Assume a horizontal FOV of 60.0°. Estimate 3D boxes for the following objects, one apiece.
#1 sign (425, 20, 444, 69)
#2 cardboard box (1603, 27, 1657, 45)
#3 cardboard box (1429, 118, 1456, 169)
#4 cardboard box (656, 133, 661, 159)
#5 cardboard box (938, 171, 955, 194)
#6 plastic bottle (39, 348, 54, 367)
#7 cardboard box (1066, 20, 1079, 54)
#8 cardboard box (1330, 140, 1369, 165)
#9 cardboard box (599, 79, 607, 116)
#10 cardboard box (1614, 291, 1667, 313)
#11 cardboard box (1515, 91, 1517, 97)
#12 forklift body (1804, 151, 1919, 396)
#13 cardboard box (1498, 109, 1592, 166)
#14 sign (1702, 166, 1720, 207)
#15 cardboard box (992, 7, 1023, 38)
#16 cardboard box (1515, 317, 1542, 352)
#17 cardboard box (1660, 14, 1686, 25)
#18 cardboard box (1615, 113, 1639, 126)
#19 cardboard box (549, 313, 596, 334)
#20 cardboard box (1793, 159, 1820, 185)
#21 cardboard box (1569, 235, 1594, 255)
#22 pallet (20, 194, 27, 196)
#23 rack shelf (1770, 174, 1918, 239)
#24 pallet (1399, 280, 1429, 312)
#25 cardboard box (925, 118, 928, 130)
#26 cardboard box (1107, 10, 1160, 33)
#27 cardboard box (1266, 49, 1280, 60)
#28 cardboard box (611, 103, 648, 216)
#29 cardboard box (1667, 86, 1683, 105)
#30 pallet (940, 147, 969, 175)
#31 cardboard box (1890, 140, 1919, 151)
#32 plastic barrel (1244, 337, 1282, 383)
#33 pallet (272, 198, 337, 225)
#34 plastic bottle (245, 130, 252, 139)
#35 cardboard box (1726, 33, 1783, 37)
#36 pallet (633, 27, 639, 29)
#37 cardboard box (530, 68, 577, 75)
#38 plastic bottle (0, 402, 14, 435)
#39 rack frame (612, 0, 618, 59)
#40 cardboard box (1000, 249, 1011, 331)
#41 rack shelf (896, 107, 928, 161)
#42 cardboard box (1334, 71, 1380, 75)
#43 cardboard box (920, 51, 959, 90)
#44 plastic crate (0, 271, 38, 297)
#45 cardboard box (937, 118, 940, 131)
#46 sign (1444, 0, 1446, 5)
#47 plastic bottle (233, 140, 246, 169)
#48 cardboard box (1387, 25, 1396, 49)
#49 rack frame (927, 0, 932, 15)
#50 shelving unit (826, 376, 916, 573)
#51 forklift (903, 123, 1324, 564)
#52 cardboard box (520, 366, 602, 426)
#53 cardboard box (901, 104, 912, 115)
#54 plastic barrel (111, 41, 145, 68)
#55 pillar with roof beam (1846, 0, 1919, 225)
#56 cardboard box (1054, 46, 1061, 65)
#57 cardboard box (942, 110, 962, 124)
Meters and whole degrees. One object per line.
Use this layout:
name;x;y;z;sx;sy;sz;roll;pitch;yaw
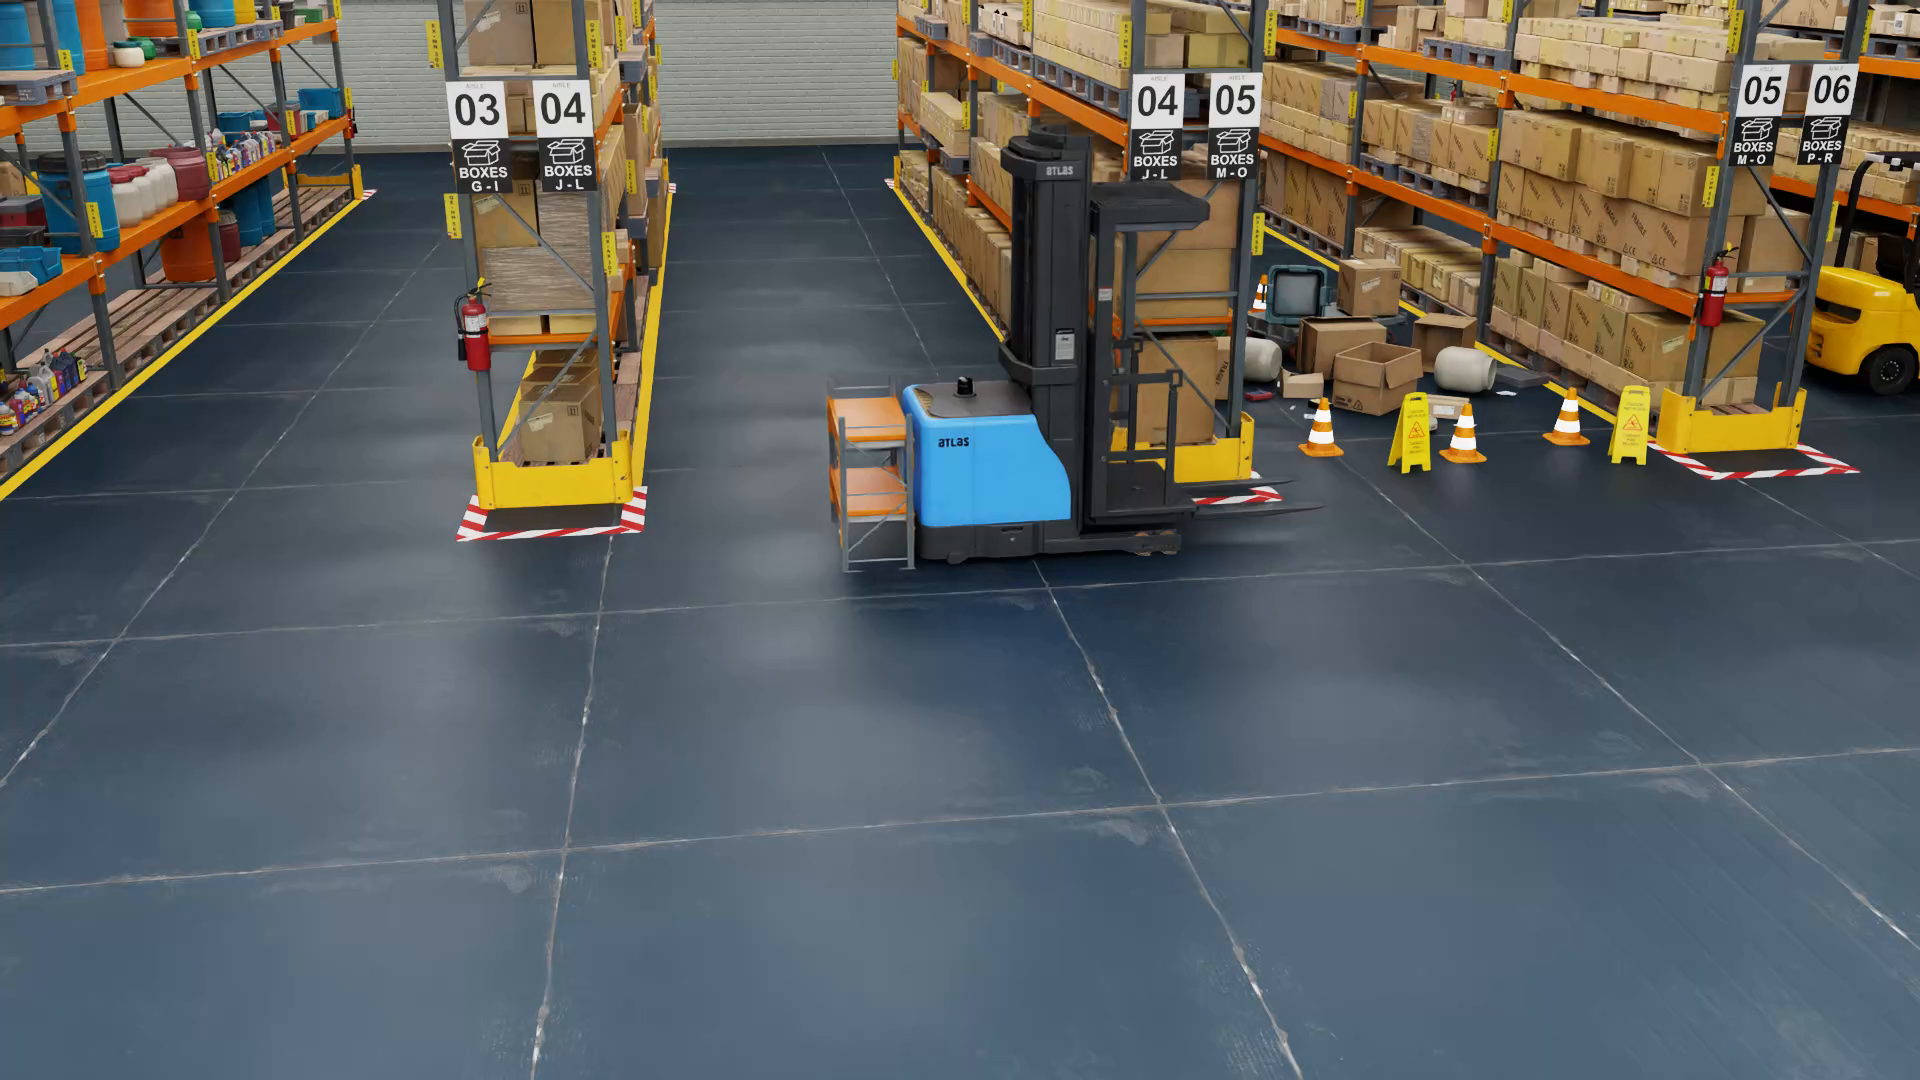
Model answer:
sign;-3.708;-3.500;11.748;0.100;0.325;0.005;-3;21;-8
cardboard box;6.102;-4.587;15.143;0.380;0.149;0.250;-3;21;-7
cardboard box;5.639;-4.468;18.723;0.500;0.500;0.500;-2;21;-6
cardboard box;-5.160;-5.910;26.188;0.875;0.875;0.875;-3;21;-8
cardboard box;-0.039;-4.995;23.203;0.500;0.250;0.500;-2;21;-6
plastic bottle;-8.398;-1.586;15.332;0.144;0.351;0.185;-3;21;-8
cardboard box;1.205;-4.311;14.231;0.500;0.250;0.500;-3;21;-7
cardboard box;5.168;-5.063;21.698;0.500;0.250;0.500;-4;21;-10
cardboard box;-3.117;-3.566;13.404;0.500;0.250;0.500;-3;21;-8
cardboard box;6.158;-2.153;15.023;0.380;0.149;0.250;-2;21;-6
cardboard box;9.298;-7.365;27.437;0.500;0.250;0.500;-3;21;-9
forklift body;9.483;-2.620;16.156;2.313;2.155;1.214;-3;21;-8
cardboard box;5.923;-4.077;16.848;0.700;0.500;0.500;-3;21;-8
sign;6.099;-2.870;13.508;0.100;0.325;0.005;-3;21;-8
cardboard box;0.647;-5.680;18.234;0.500;0.311;0.500;-3;21;-9
cardboard box;5.980;-2.092;16.861;0.500;0.250;0.500;-2;21;-5
cardboard box;9.949;-7.070;22.786;0.500;0.250;0.500;-3;21;-8
cardboard box;9.868;-6.221;23.842;0.700;0.500;0.500;-3;21;-8
cardboard box;-2.961;-1.694;12.824;0.380;0.149;0.250;-3;21;-8
cardboard box;10.453;-4.454;20.069;0.500;0.250;0.500;-2;21;-6
cardboard box;6.041;-2.814;15.822;0.380;0.149;0.250;-3;21;-8
pallet;-15.139;-5.134;25.660;1.003;0.211;1.213;-3;21;-8
rack shelf;10.697;-4.193;20.184;1.077;0.370;4.000;-3;21;-8
pallet;5.781;-2.972;19.873;1.003;0.211;1.213;-3;21;-8
cardboard box;-0.283;-5.808;23.239;0.380;0.149;0.250;-3;21;-7
cardboard box;1.348;-4.007;12.846;0.380;0.149;0.250;-3;21;-7
cardboard box;4.562;-7.265;24.883;0.380;0.149;0.250;-3;21;-9
cardboard box;-3.708;-3.846;16.769;1.000;1.000;1.000;-3;21;-7
cardboard box;6.250;-3.776;14.111;0.380;0.149;0.250;-2;21;-6
pallet;0.406;-4.838;21.156;1.213;0.211;1.003;-3;21;-8
cardboard box;10.661;-4.384;18.596;0.380;0.149;0.250;-3;21;-9
plastic barrel;2.872;-1.779;16.374;0.512;0.421;0.421;12;24;30
pallet;-10.110;-4.976;25.237;1.003;0.211;1.213;-3;21;-8
plastic bottle;-9.473;-5.274;22.120;0.144;0.351;0.185;-3;21;-8
cardboard box;6.812;-4.262;14.273;0.380;0.149;0.250;-3;21;-8
pallet;-4.618;-6.395;21.034;1.003;0.211;1.213;-2;21;-5
cardboard box;-3.067;-3.506;12.673;0.380;0.149;0.250;-3;21;-9
plastic bottle;-8.010;-1.023;13.938;0.097;0.271;0.097;0;20;0
rack frame;-3.732;-5.896;15.142;1.000;3.000;0.127;-3;21;-8
cardboard box;1.012;-2.654;17.651;1.050;0.750;0.750;-3;21;-8
rack shelf;-0.251;-6.427;26.164;1.077;0.370;4.000;-3;21;-8
cardboard box;5.459;-6.195;22.944;0.500;0.500;0.500;-3;21;-7
cardboard box;-0.298;-6.875;24.339;0.500;0.500;0.500;-4;21;-10
plastic crate;-8.149;-2.163;14.098;0.530;0.136;0.437;-3;21;-8
cardboard box;-0.096;-5.499;21.986;0.380;0.149;0.250;-2;21;-6
sign;6.035;-6.645;20.694;0.100;0.325;0.005;-3;21;-8
plastic bottle;-9.172;-4.900;21.118;0.144;0.351;0.185;-3;21;-8
cardboard box;5.412;-6.107;20.185;0.396;0.266;0.258;-3;21;-8
rack frame;0.037;-8.881;23.134;1.000;3.000;0.127;-3;21;-8
shelving unit;-0.648;-0.490;11.920;0.538;1.125;1.048;-3;21;-8
forklift;1.134;-1.434;11.866;3.031;2.935;1.130;-4;21;-9
cardboard box;-3.349;-1.149;13.978;0.500;0.500;0.500;2;21;6
cardboard box;-0.754;-7.028;27.104;0.380;0.149;0.250;-4;21;-9
plastic barrel;-8.796;-5.133;17.583;0.301;0.262;0.301;0;20;0
pillar with roof beam;7.229;-7.410;19.194;9.100;9.000;0.400;-3;21;-8
cardboard box;1.055;-4.337;14.870;0.380;0.149;0.250;-3;21;-9
cardboard box;-0.024;-5.460;21.458;0.380;0.149;0.250;-2;21;-6
